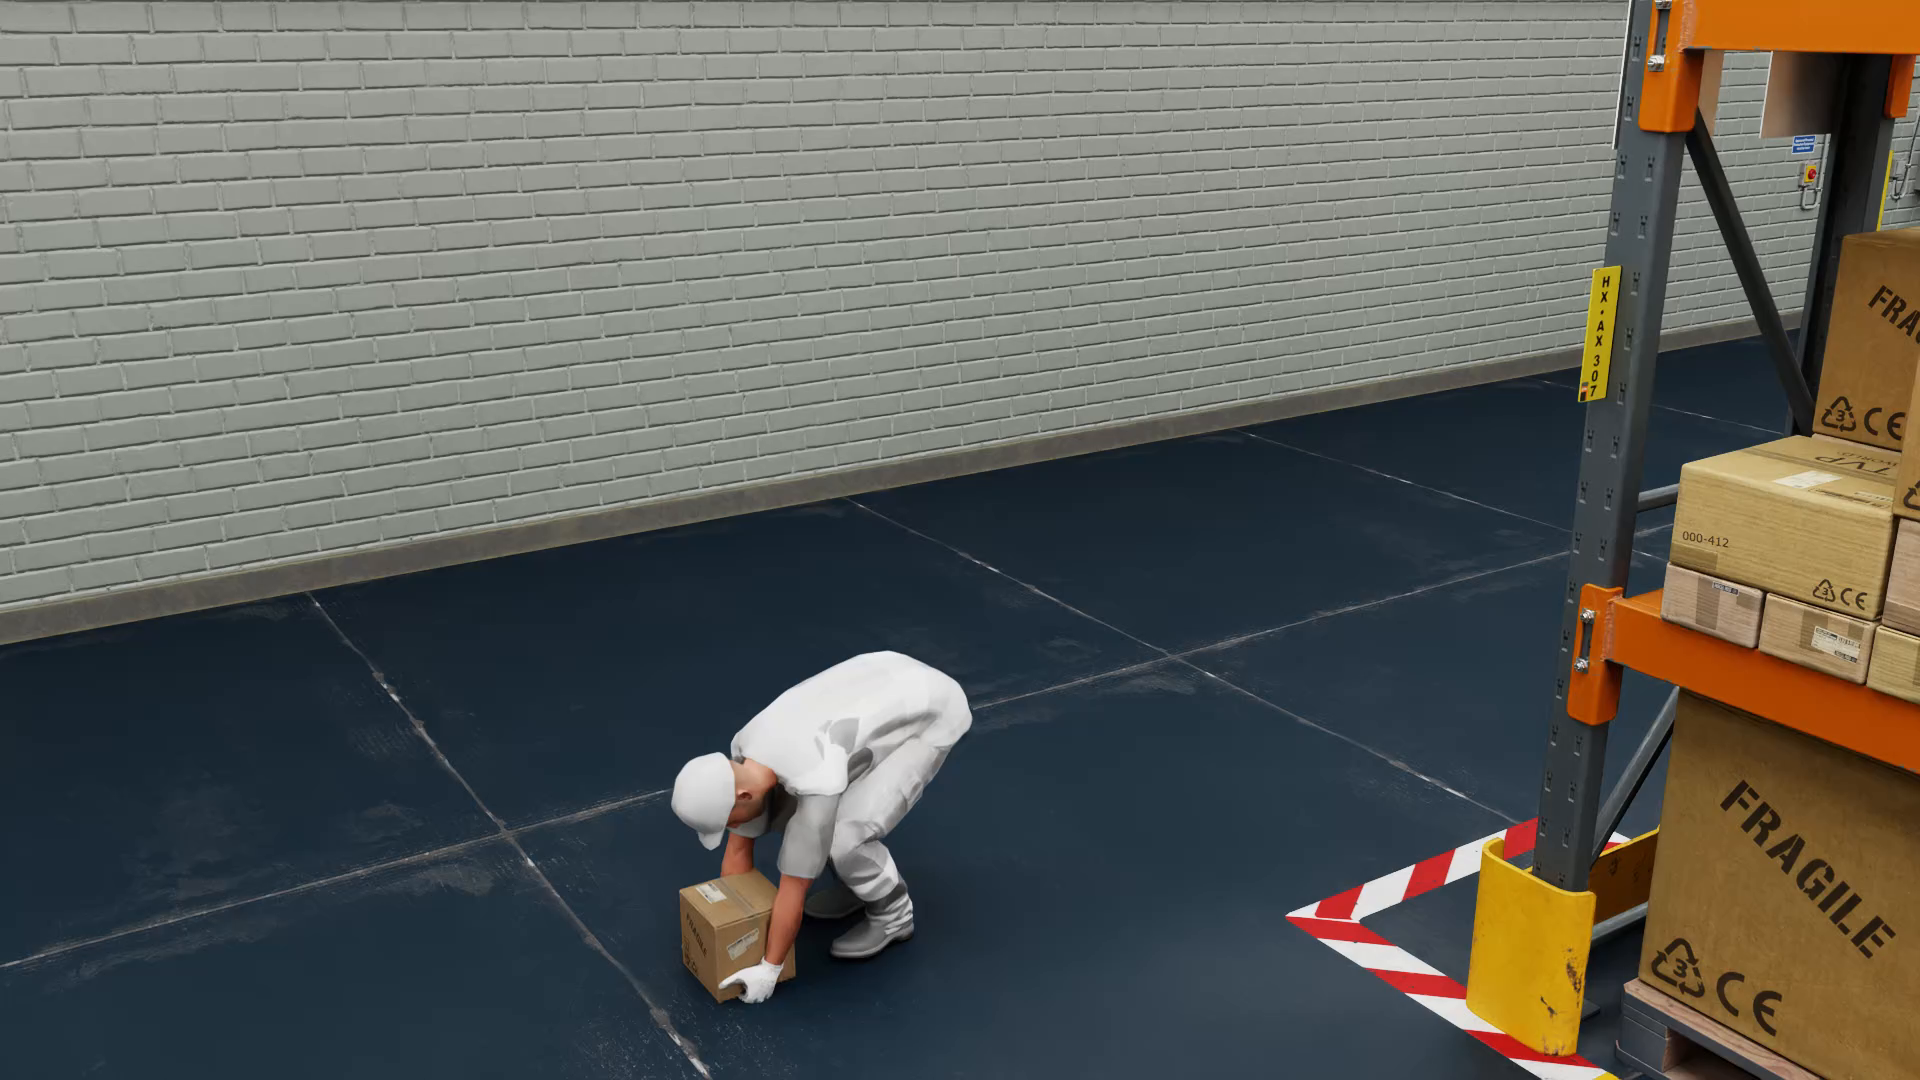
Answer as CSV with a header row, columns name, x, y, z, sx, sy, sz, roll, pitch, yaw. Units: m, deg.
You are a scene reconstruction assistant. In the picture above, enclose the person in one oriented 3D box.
name,x,y,z,sx,sy,sz,roll,pitch,yaw
person,-0.415,0.827,4.977,0.961,0.894,0.526,-12,22,-34
